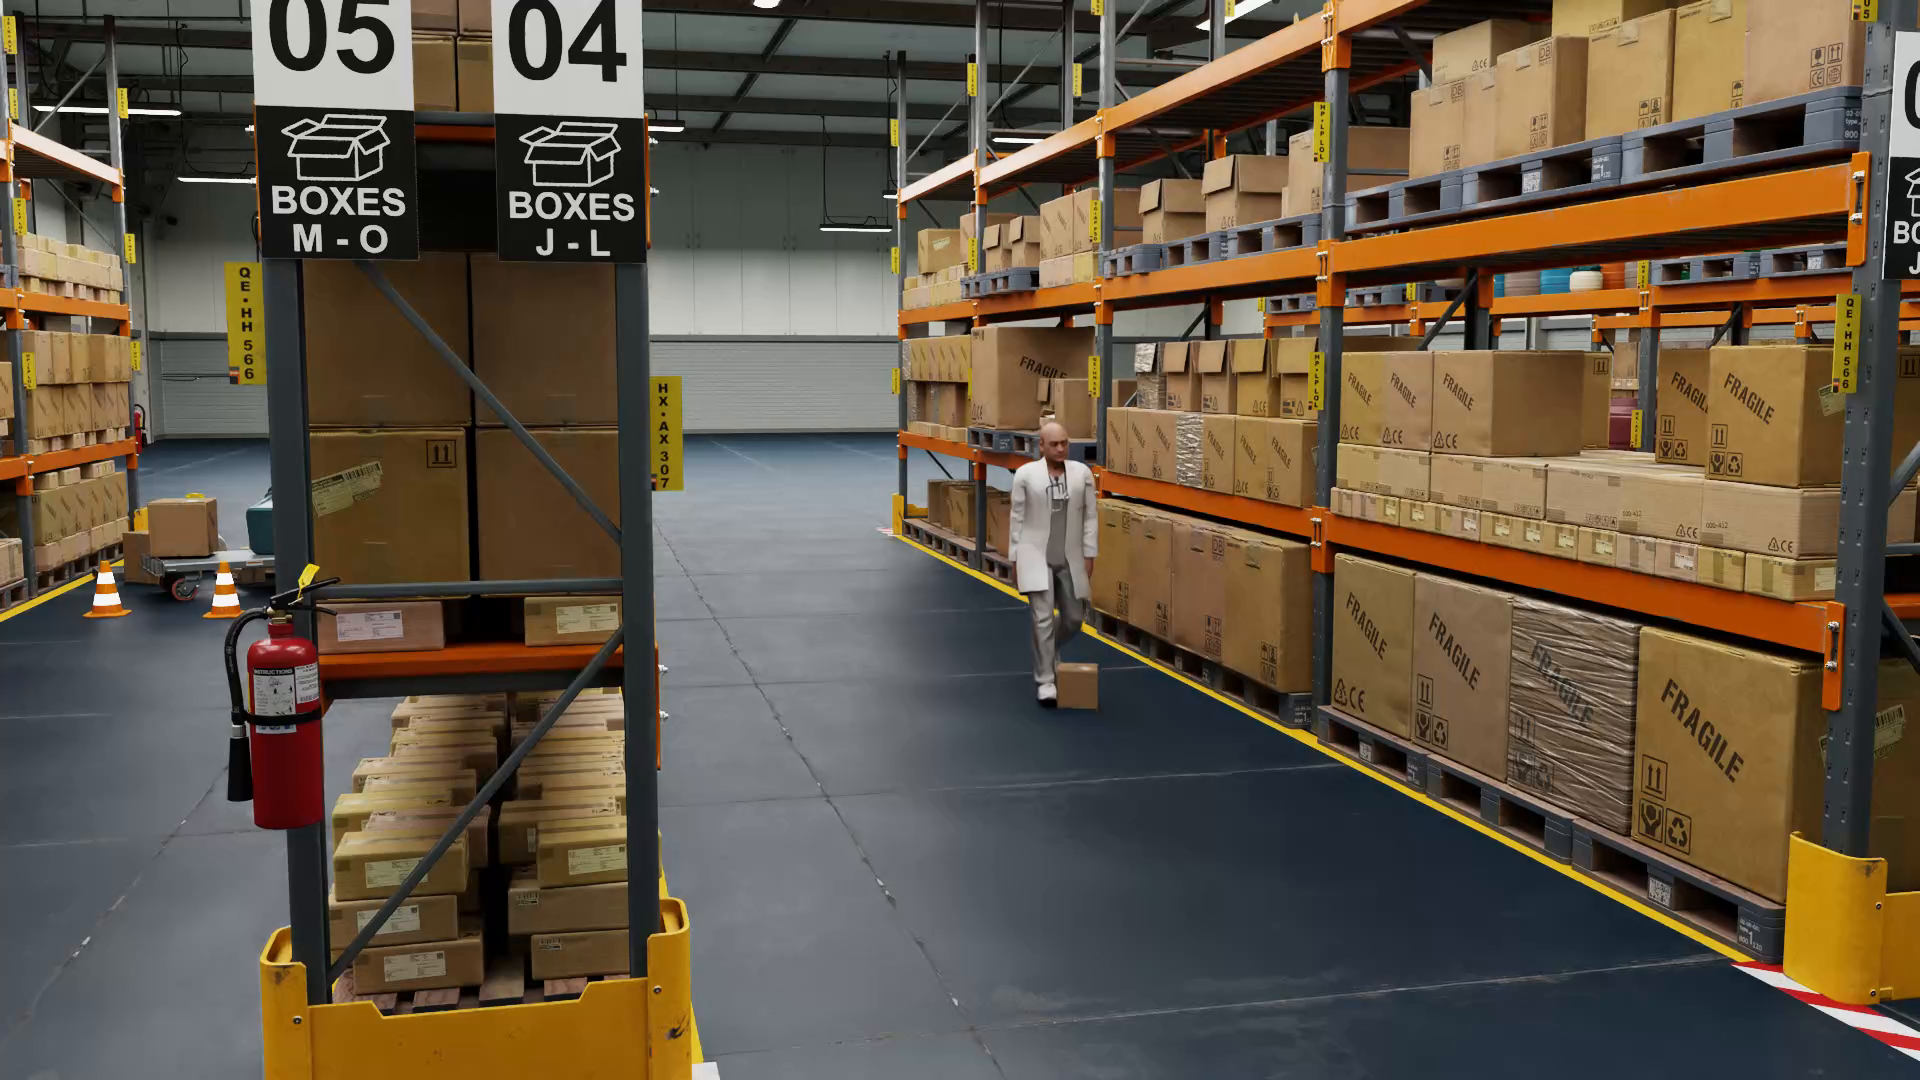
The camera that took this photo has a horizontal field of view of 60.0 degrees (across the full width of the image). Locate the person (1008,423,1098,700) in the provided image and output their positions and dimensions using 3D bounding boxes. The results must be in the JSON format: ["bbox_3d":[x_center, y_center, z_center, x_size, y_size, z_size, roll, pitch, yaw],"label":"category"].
[{"bbox_3d":[0.586,0.117,10.699,0.590,1.752,0.879,-1,6,-11],"label":"person"}]
